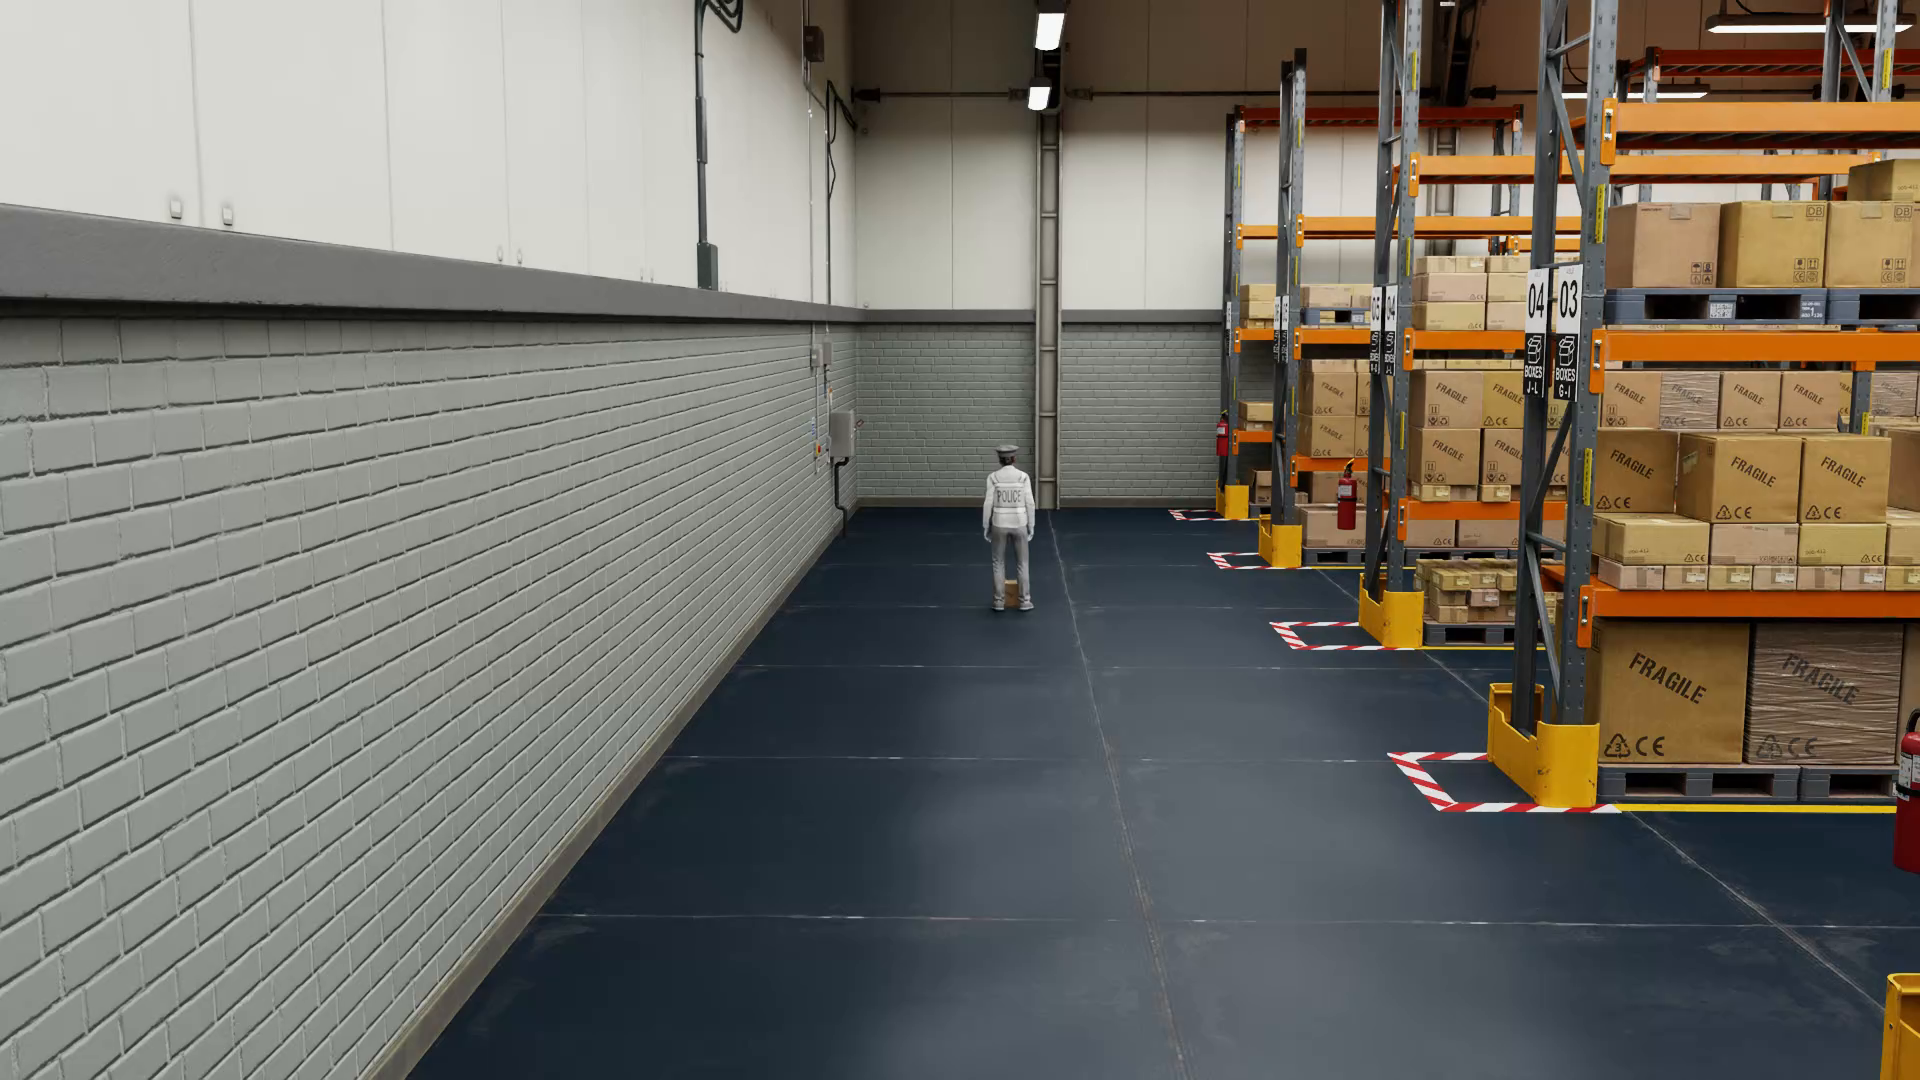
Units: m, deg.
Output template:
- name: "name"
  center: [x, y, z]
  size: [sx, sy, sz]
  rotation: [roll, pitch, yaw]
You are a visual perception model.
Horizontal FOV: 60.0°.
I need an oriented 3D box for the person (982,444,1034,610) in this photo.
- name: "person"
  center: [0.485, -0.118, 16.686]
  size: [0.535, 1.662, 0.373]
  rotation: [0, 7, -2]
